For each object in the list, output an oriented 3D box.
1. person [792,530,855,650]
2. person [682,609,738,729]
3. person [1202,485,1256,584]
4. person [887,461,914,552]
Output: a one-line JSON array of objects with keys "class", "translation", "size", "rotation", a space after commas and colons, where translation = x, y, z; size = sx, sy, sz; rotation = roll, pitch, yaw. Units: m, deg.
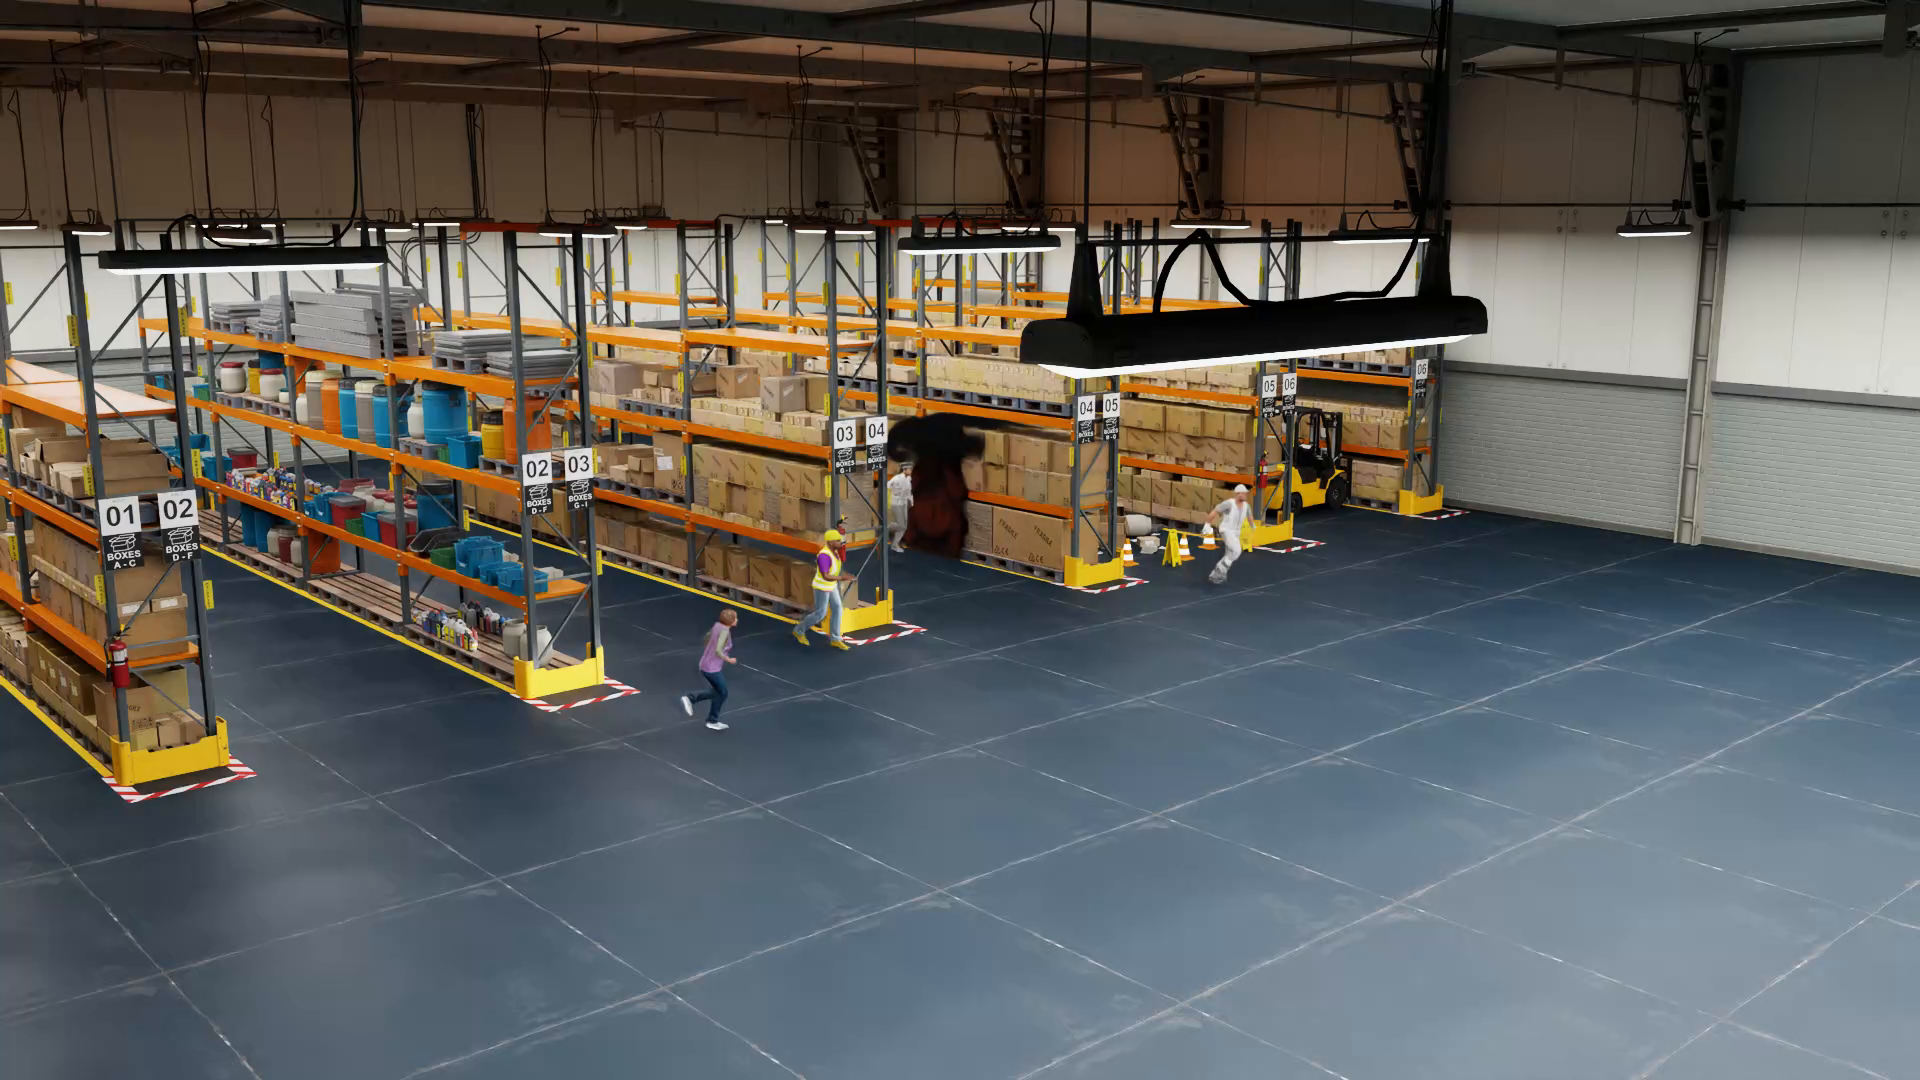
[{"class": "person", "translation": [-1.936, 0.721, 23.887], "size": [1.014, 1.777, 0.660], "rotation": [3, 12, 16]}, {"class": "person", "translation": [-3.039, 1.594, 20.228], "size": [0.711, 1.535, 0.529], "rotation": [-2, 12, -9]}, {"class": "person", "translation": [4.625, -0.097, 28.133], "size": [0.735, 1.686, 0.830], "rotation": [11, 16, 43]}, {"class": "person", "translation": [-1.097, -0.609, 29.381], "size": [0.637, 1.626, 0.611], "rotation": [8, 14, 33]}]
